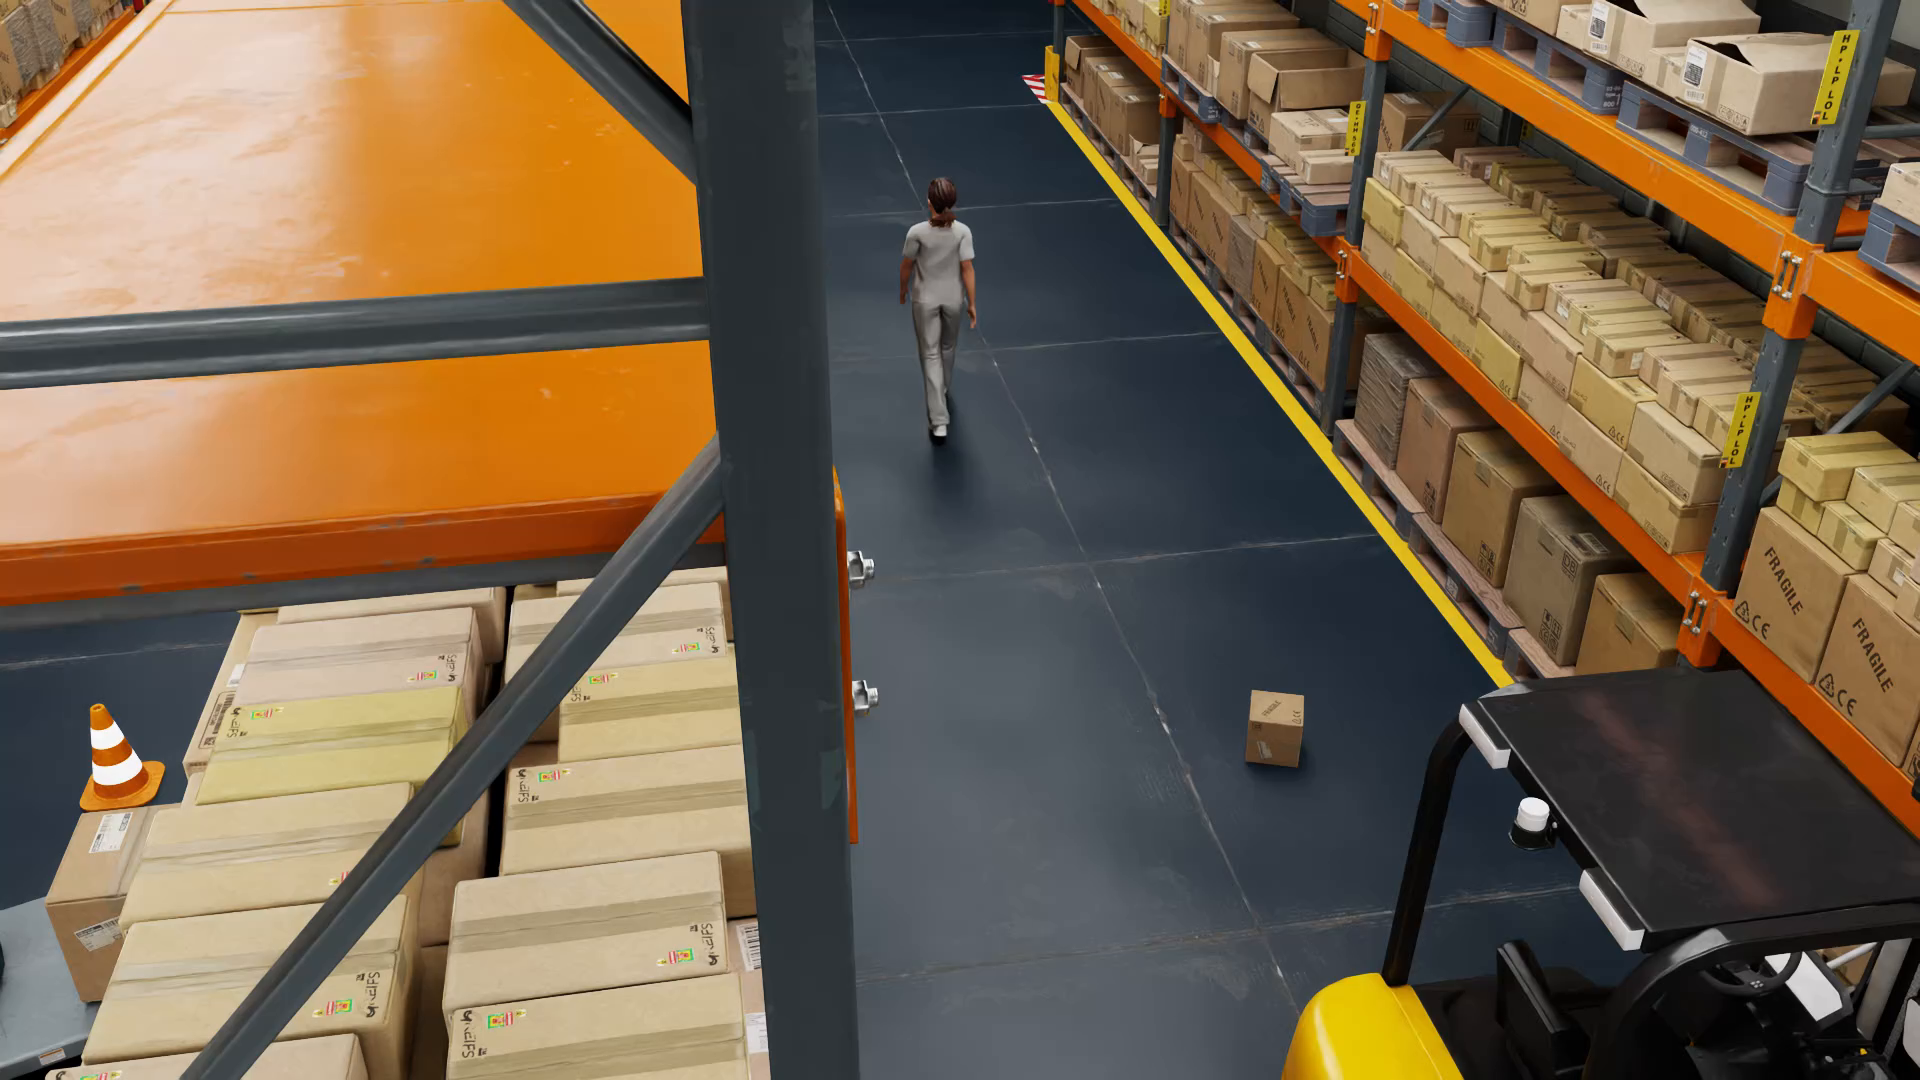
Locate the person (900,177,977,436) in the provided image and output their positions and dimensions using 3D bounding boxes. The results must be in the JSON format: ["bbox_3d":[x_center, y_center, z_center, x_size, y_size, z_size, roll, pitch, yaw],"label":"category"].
[{"bbox_3d":[-0.157,-1.574,10.765,0.457,1.620,0.965,-7,31,-11],"label":"person"}]
